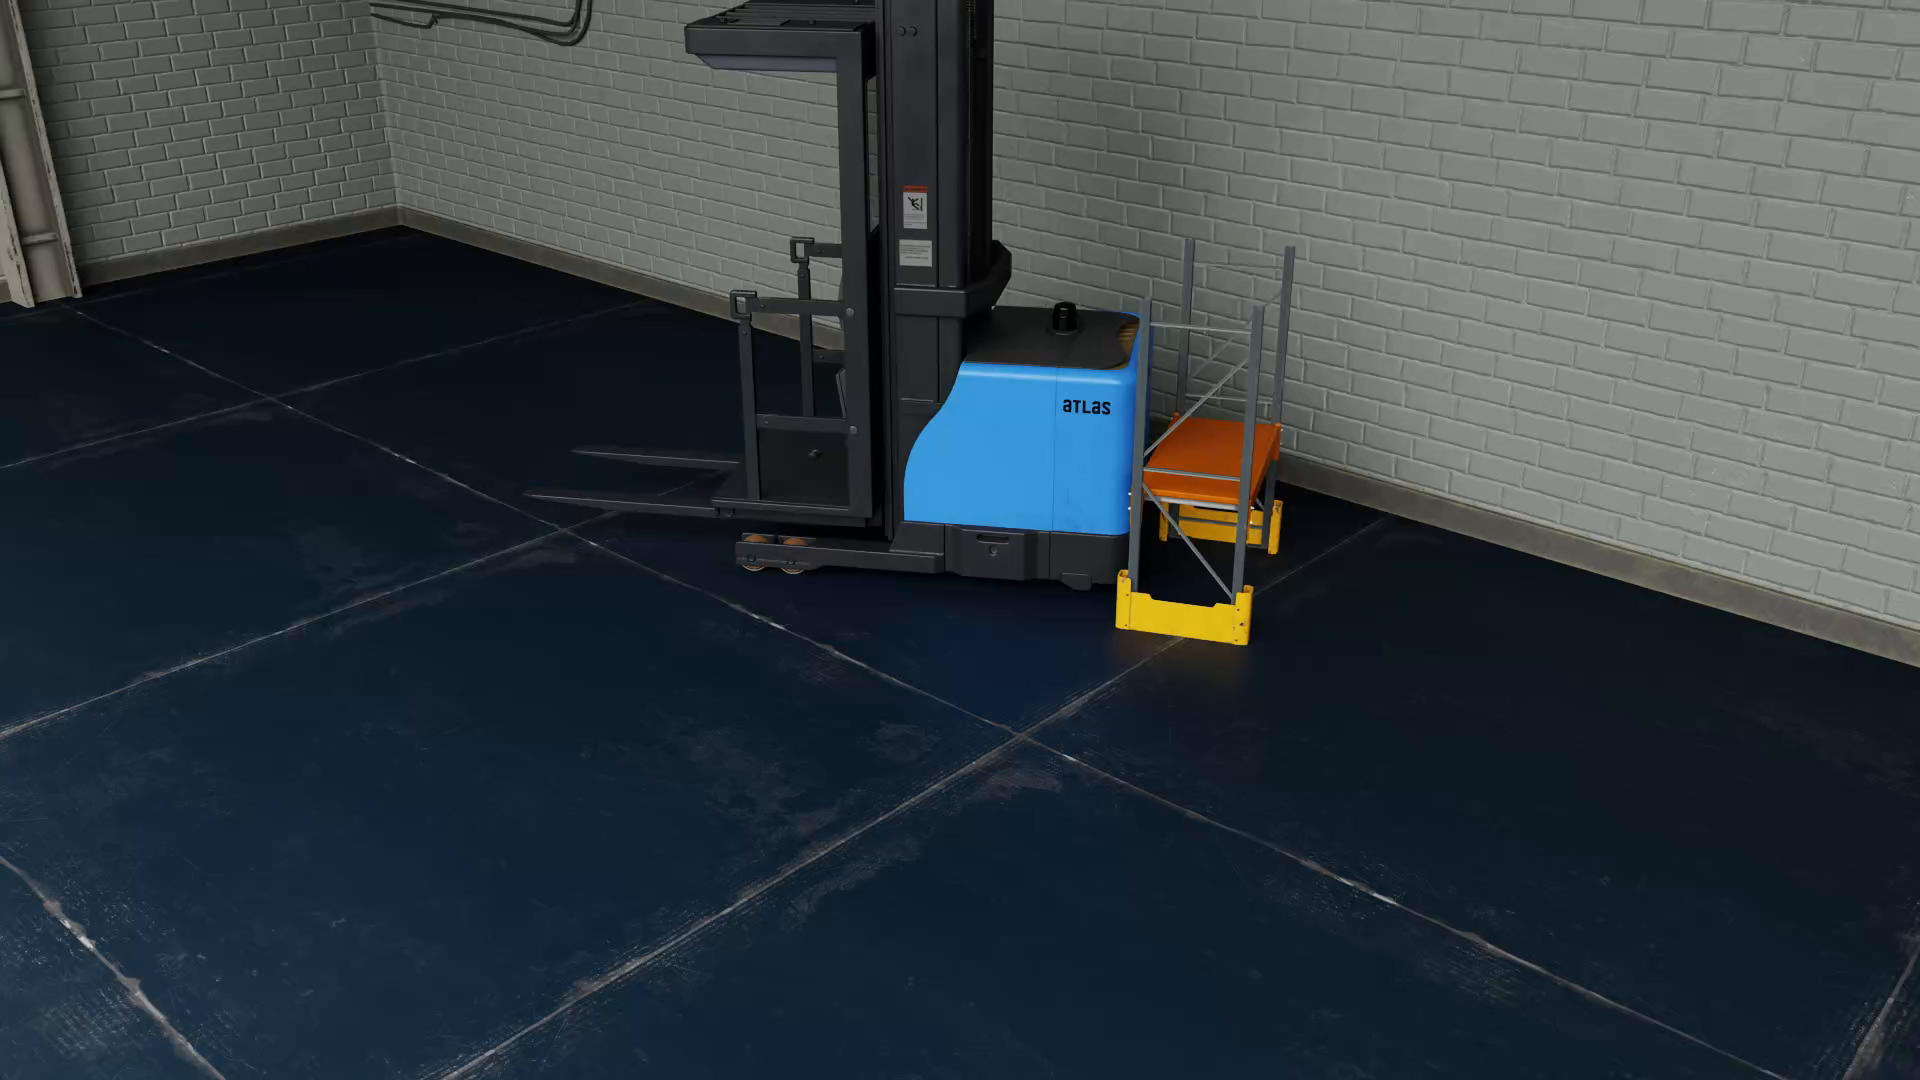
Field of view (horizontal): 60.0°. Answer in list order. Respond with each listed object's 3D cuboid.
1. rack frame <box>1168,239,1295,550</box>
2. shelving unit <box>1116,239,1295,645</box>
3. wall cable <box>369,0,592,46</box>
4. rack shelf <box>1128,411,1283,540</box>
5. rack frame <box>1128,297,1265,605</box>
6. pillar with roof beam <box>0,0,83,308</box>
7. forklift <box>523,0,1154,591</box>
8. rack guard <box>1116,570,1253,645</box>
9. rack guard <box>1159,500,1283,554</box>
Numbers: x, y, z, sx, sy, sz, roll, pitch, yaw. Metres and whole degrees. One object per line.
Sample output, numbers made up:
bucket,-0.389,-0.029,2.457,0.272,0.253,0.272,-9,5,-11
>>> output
rack frame,1.280,-0.673,7.918,0.500,1.500,0.032,7,25,16
shelving unit,1.127,-0.471,7.467,0.587,1.500,1.083,7,25,16
wall cable,-3.751,-5.001,12.199,3.097,2.526,0.112,20,31,38
rack shelf,1.130,-0.310,7.548,0.538,0.185,1.000,7,25,16
rack frame,0.979,-0.276,7.031,0.500,1.500,0.032,7,25,16
pillar with roof beam,-3.496,-4.706,7.746,9.100,9.000,0.400,20,31,38
forklift,-0.613,-1.383,7.752,3.031,2.935,1.130,4,25,9
rack guard,0.980,0.294,7.288,0.587,0.250,0.087,7,25,16
rack guard,1.275,-0.095,8.156,0.587,0.250,0.087,7,25,16
